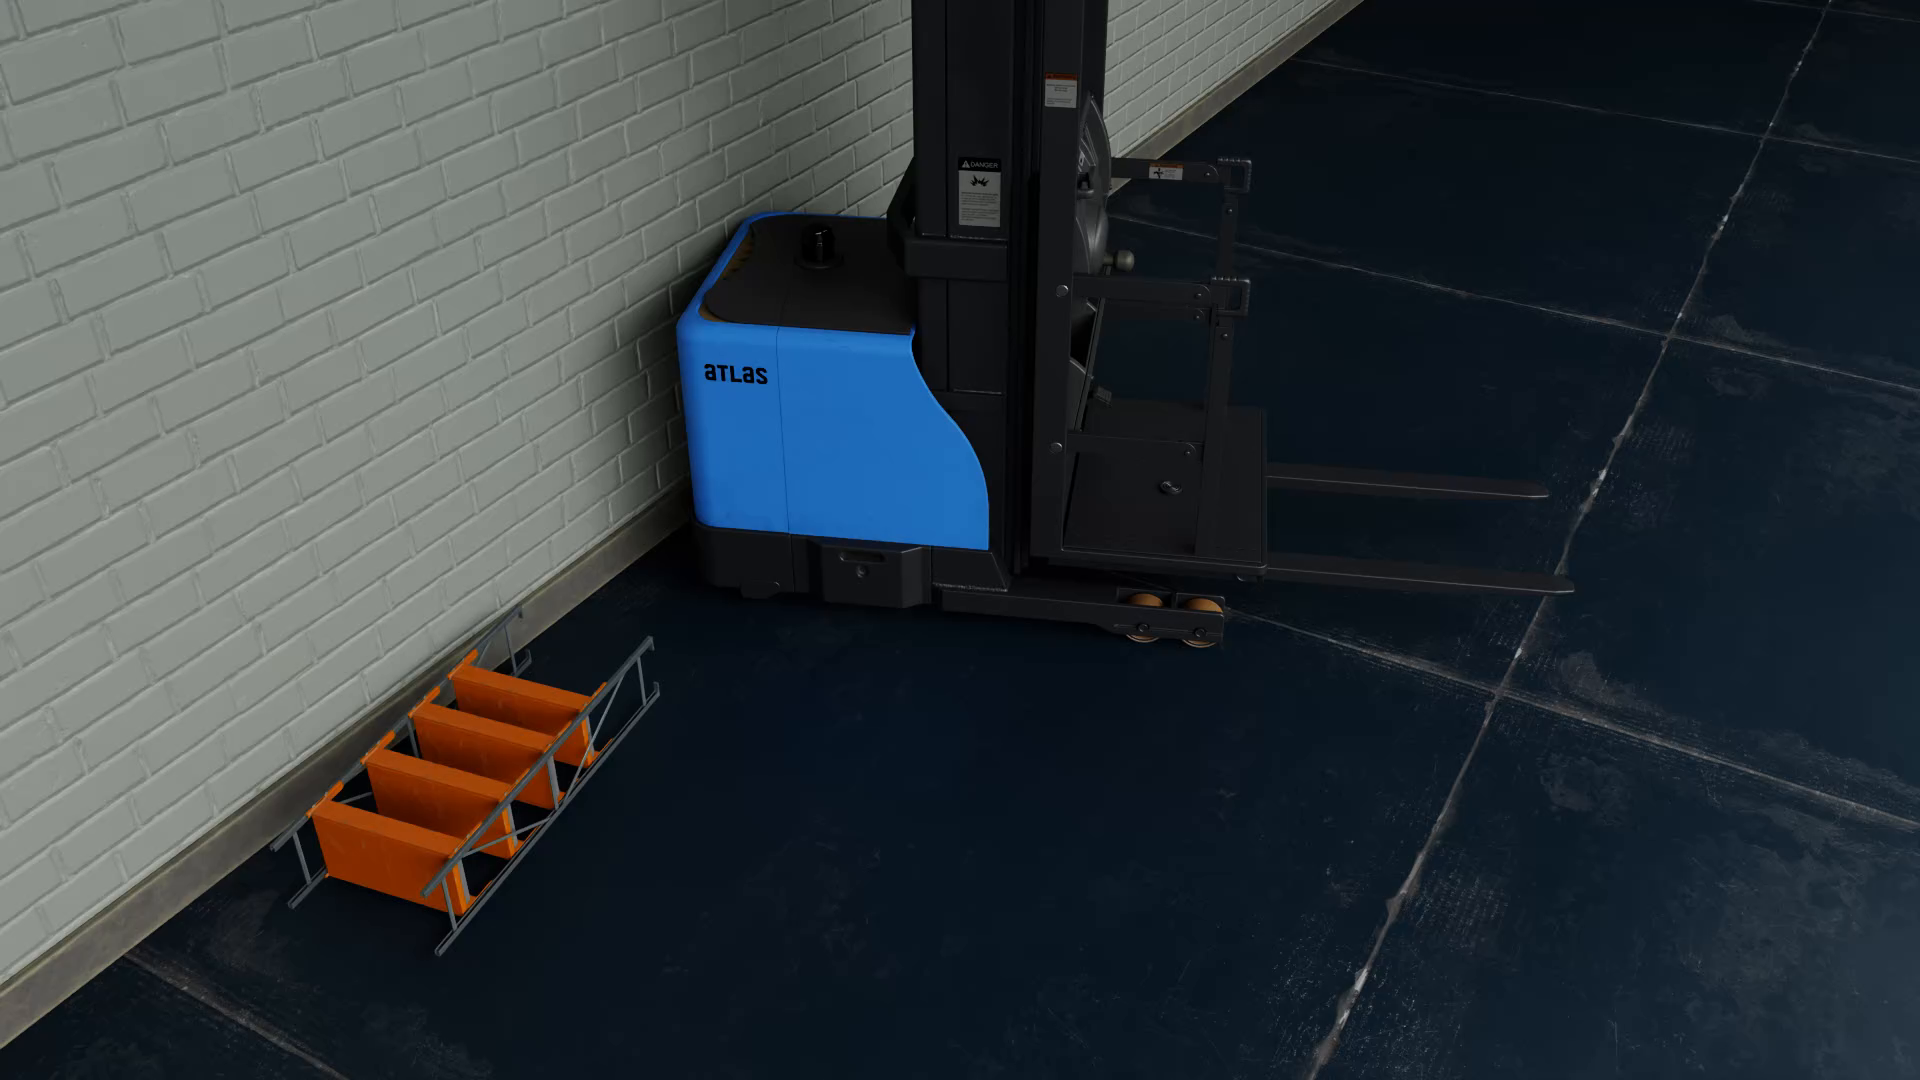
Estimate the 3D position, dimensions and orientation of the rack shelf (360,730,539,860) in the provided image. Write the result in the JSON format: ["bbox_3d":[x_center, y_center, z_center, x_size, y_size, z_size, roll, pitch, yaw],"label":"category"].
[{"bbox_3d":[-1.485,0.750,4.858,0.480,0.258,0.148,12,35,17],"label":"rack shelf"}]

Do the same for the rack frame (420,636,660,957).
[{"bbox_3d":[-1.202,0.717,4.908,0.015,0.240,1.200,12,35,17],"label":"rack frame"}]

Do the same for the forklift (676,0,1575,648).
[{"bbox_3d":[0.619,-1.168,5.360,3.031,2.935,1.130,5,34,7],"label":"forklift"}]

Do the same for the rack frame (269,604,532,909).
[{"bbox_3d":[-1.658,0.621,5.052,0.015,0.240,1.200,12,35,17],"label":"rack frame"}]

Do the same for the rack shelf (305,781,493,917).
[{"bbox_3d":[-1.570,0.873,4.674,0.480,0.258,0.148,12,35,17],"label":"rack shelf"}]

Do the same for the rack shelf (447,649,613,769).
[{"bbox_3d":[-1.335,0.531,5.187,0.480,0.258,0.148,12,35,17],"label":"rack shelf"}]

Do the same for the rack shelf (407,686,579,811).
[{"bbox_3d":[-1.406,0.634,5.032,0.480,0.258,0.148,12,35,17],"label":"rack shelf"}]

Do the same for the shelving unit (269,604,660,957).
[{"bbox_3d":[-1.430,0.669,4.980,0.503,0.258,1.200,12,35,17],"label":"shelving unit"}]
